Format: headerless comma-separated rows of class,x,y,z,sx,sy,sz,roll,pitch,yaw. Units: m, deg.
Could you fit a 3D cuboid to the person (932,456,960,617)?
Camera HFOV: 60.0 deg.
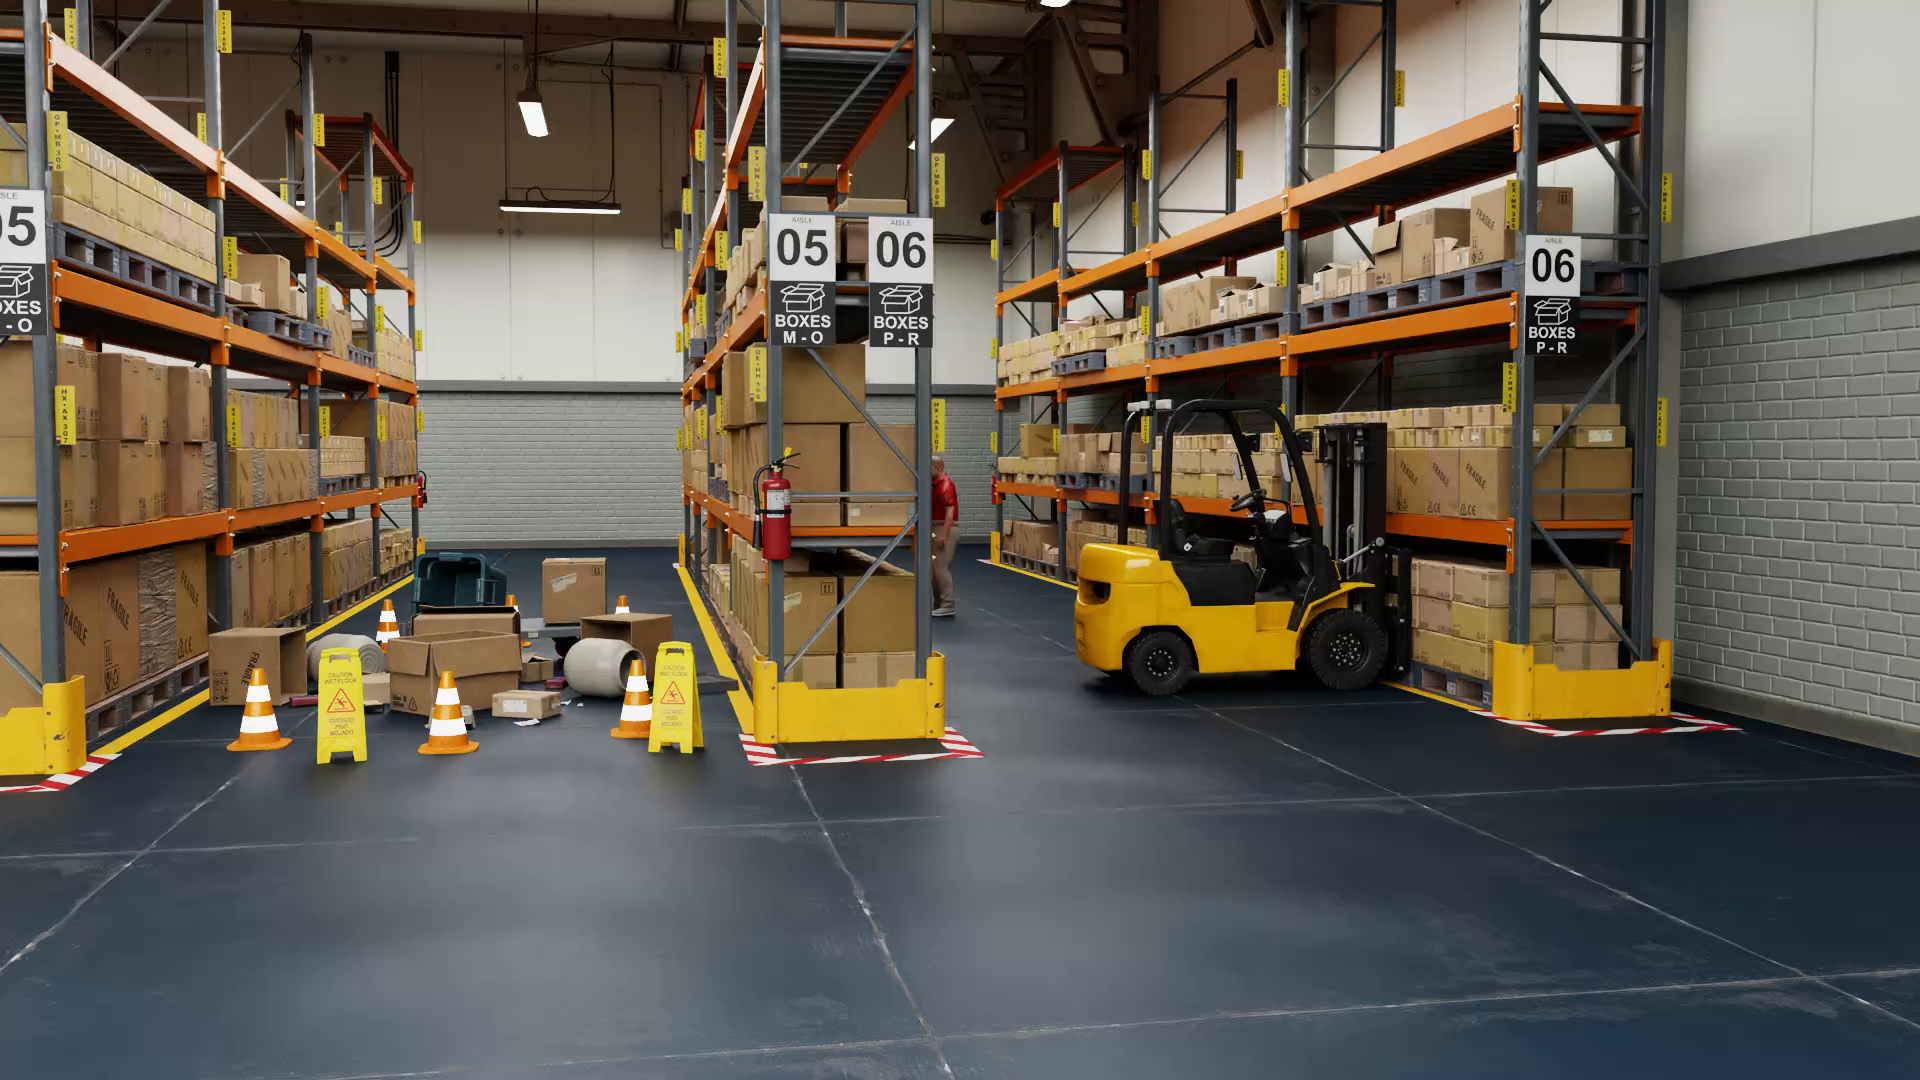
person,-0.212,-0.045,18.086,0.396,1.726,0.585,-1,3,-11
